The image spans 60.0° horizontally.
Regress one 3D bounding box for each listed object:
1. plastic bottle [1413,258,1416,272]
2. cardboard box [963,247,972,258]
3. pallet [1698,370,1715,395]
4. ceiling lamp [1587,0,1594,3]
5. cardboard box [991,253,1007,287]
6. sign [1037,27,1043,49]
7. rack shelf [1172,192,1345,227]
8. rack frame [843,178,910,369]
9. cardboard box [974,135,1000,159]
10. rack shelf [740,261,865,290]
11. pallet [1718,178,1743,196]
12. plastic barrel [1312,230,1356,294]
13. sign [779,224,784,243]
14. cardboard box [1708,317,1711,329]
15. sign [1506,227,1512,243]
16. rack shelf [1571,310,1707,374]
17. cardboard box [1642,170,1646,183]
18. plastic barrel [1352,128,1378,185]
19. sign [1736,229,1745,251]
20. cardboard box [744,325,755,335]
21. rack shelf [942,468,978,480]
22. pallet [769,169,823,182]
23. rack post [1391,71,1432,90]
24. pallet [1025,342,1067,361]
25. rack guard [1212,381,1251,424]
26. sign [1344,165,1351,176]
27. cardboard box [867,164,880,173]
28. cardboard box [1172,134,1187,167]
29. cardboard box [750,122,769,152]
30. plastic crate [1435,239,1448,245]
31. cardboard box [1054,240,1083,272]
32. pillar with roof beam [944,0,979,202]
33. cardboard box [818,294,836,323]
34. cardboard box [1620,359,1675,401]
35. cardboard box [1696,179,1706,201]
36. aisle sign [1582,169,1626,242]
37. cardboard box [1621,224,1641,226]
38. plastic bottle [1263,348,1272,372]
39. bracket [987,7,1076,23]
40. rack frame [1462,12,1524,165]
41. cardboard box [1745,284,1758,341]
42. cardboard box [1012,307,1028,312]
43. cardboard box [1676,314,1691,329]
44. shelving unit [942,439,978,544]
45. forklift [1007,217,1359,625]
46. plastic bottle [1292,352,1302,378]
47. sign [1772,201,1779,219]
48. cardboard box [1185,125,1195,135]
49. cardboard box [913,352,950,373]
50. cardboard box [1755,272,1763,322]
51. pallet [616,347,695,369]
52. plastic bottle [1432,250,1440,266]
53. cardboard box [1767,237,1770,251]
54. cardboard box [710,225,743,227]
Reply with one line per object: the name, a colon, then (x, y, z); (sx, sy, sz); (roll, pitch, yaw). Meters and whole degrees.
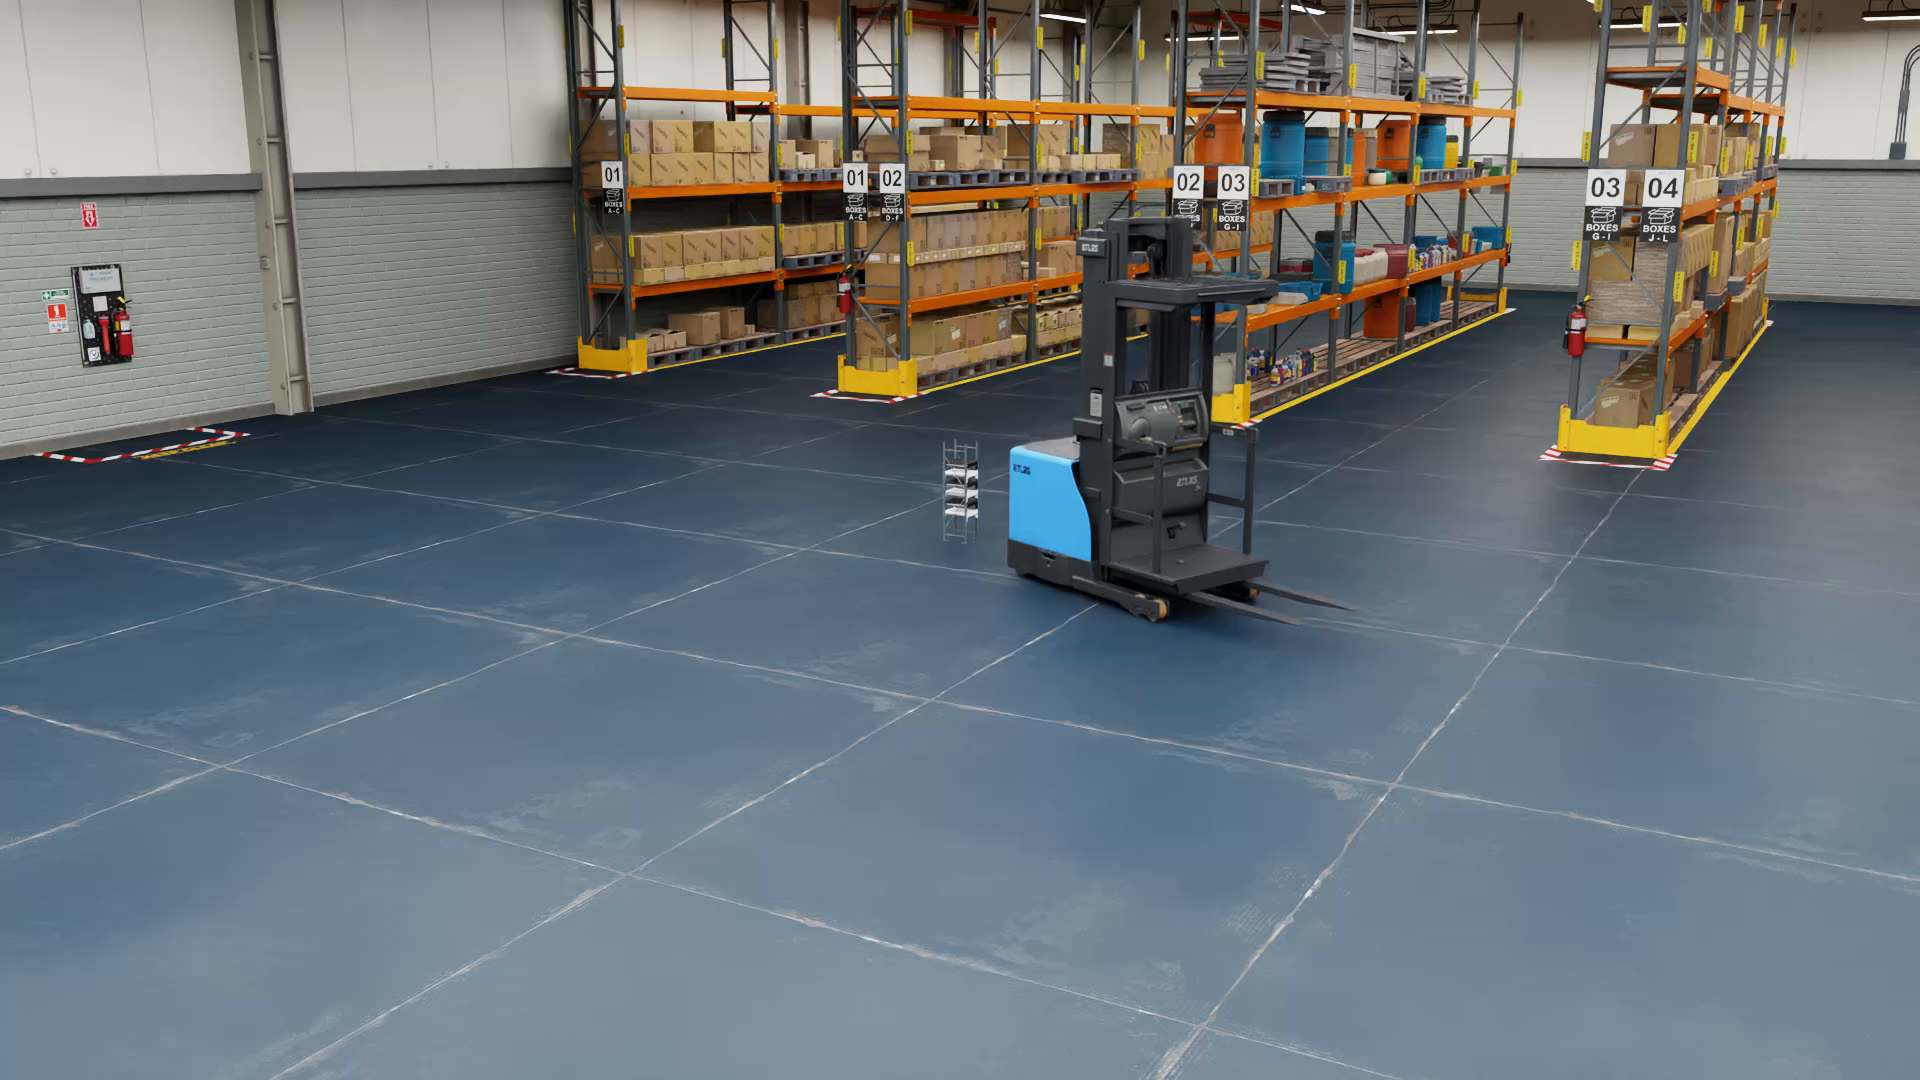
plastic bottle: (7.747, -4.746, 28.582); (0.152, 0.276, 0.135); (7, 15, 28)
cardboard box: (-0.049, -4.315, 24.933); (0.380, 0.149, 0.250); (8, 15, 29)
pallet: (10.397, -2.332, 24.258); (1.003, 0.211, 1.213); (7, 15, 28)
ceiling lamp: (11.011, -10.745, 27.949); (0.800, 3.185, 2.000); (7, 15, 28)
cardboard box: (0.305, -4.248, 26.040); (0.700, 0.500, 0.500); (7, 15, 27)
sign: (1.237, -7.780, 25.772); (0.100, 0.325, 0.005); (7, 15, 28)
rack shelf: (4.130, -4.536, 22.584); (1.077, 0.370, 4.000); (7, 15, 28)
rack frame: (-1.171, -3.579, 23.481); (1.000, 3.000, 0.127); (7, 15, 28)
cardboard box: (0.289, -6.106, 26.151); (0.500, 0.500, 0.500); (9, 16, 33)
rack shelf: (-2.608, -5.021, 30.996); (1.077, 0.370, 4.000); (7, 15, 28)
pallet: (9.825, -4.758, 22.372); (1.213, 0.211, 1.003); (7, 15, 28)
plastic barrel: (5.549, -4.127, 24.681); (0.600, 0.901, 0.708); (7, 15, 28)
sign: (-3.096, -5.321, 28.860); (0.100, 0.325, 0.005); (7, 15, 28)
cardboard box: (11.069, -3.320, 25.199); (0.500, 0.250, 0.500); (8, 16, 30)
sign: (11.388, -6.320, 34.502); (0.100, 0.325, 0.005); (7, 15, 28)
rack shelf: (8.466, -2.517, 20.608); (1.077, 0.370, 4.000); (7, 15, 28)
cardboard box: (7.835, -4.066, 18.567); (0.380, 0.149, 0.250); (7, 15, 28)
plastic barrel: (6.444, -6.217, 26.950); (0.600, 0.901, 0.600); (0, 14, 0)
sign: (11.846, -4.562, 25.256); (0.100, 0.325, 0.005); (7, 15, 28)
cardboard box: (-3.808, -3.684, 29.021); (0.380, 0.166, 0.250); (5, 15, 21)
rack shelf: (0.004, -0.582, 14.901); (0.258, 0.077, 0.200); (7, 15, 28)
pallet: (-3.184, -6.442, 29.355); (1.213, 0.211, 1.003); (7, 15, 28)
rack post: (7.345, -7.692, 27.899); (0.954, 0.300, 0.937); (7, 15, 28)
pallet: (1.085, -3.200, 27.857); (1.003, 0.211, 1.213); (7, 15, 28)
rack guard: (3.159, -1.823, 21.529); (1.175, 0.500, 0.348); (7, 15, 28)
sign: (5.574, -5.236, 23.933); (0.100, 0.325, 0.005); (7, 15, 28)
cardboard box: (-1.753, -7.028, 31.530); (0.500, 0.311, 0.500); (7, 15, 28)
cardboard box: (4.019, -7.566, 32.295); (0.600, 0.600, 0.600); (7, 15, 27)
cardboard box: (-3.580, -6.830, 28.173); (0.500, 0.500, 0.500); (6, 15, 23)
plastic crate: (9.709, -5.903, 33.347); (0.416, 0.233, 0.300); (7, 15, 28)
cardboard box: (1.900, -4.923, 28.841); (0.500, 0.500, 0.500); (6, 15, 25)
pillar with roof beam: (3.642, -9.272, 34.293); (9.100, 9.000, 0.548); (7, 15, 28)
cardboard box: (-2.746, -4.324, 30.964); (0.700, 0.500, 0.500); (8, 15, 29)
cardboard box: (8.934, -2.070, 21.657); (0.500, 0.500, 0.500); (-12, 18, -41)
cardboard box: (8.693, -4.226, 20.083); (0.500, 0.250, 0.500); (8, 16, 30)
aisle sign: (7.207, -3.741, 18.605); (0.394, 0.787, 0.004); (7, 15, 28)
cardboard box: (8.753, -3.790, 21.372); (0.500, 0.500, 0.500); (7, 15, 28)
plastic bottle: (4.470, -2.629, 24.253); (0.144, 0.351, 0.185); (7, 15, 28)
bracket: (1.630, -12.083, 38.274); (0.076, 0.066, 4.783); (7, 15, 28)
rack frame: (10.898, -9.216, 34.063); (1.000, 3.000, 0.127); (7, 15, 28)
cardboard box: (13.009, -3.956, 28.680); (1.225, 0.875, 0.875); (7, 15, 28)
cardboard box: (0.954, -3.763, 28.017); (0.500, 0.311, 0.500); (8, 16, 30)
cardboard box: (8.656, -2.662, 20.213); (0.380, 0.149, 0.250); (7, 15, 28)
shelving unit: (0.004, -0.439, 14.935); (0.258, 0.900, 0.210); (7, 15, 28)
forklift: (1.696, -0.943, 12.693); (1.130, 2.935, 3.031); (-10, 17, -37)
plastic bottle: (4.789, -2.494, 23.691); (0.144, 0.351, 0.185); (7, 15, 28)
sign: (15.702, -6.353, 32.008); (0.100, 0.325, 0.005); (7, 15, 28)
cardboard box: (4.832, -8.138, 33.644); (0.700, 0.500, 0.500); (7, 15, 28)
cardboard box: (-0.478, -2.635, 24.533); (0.500, 0.250, 0.500); (7, 15, 28)
cardboard box: (14.555, -4.583, 31.281); (0.875, 0.875, 0.875); (7, 15, 28)
pallet: (-5.048, -2.963, 26.872); (1.003, 0.211, 1.213); (7, 15, 28)
plastic bottle: (8.572, -5.096, 30.034); (0.152, 0.276, 0.135); (7, 15, 28)
cardboard box: (15.232, -5.681, 31.884); (0.500, 0.250, 0.500); (7, 15, 27)
cardboard box: (-3.985, -5.189, 28.835); (0.500, 0.500, 0.500); (7, 15, 27)
